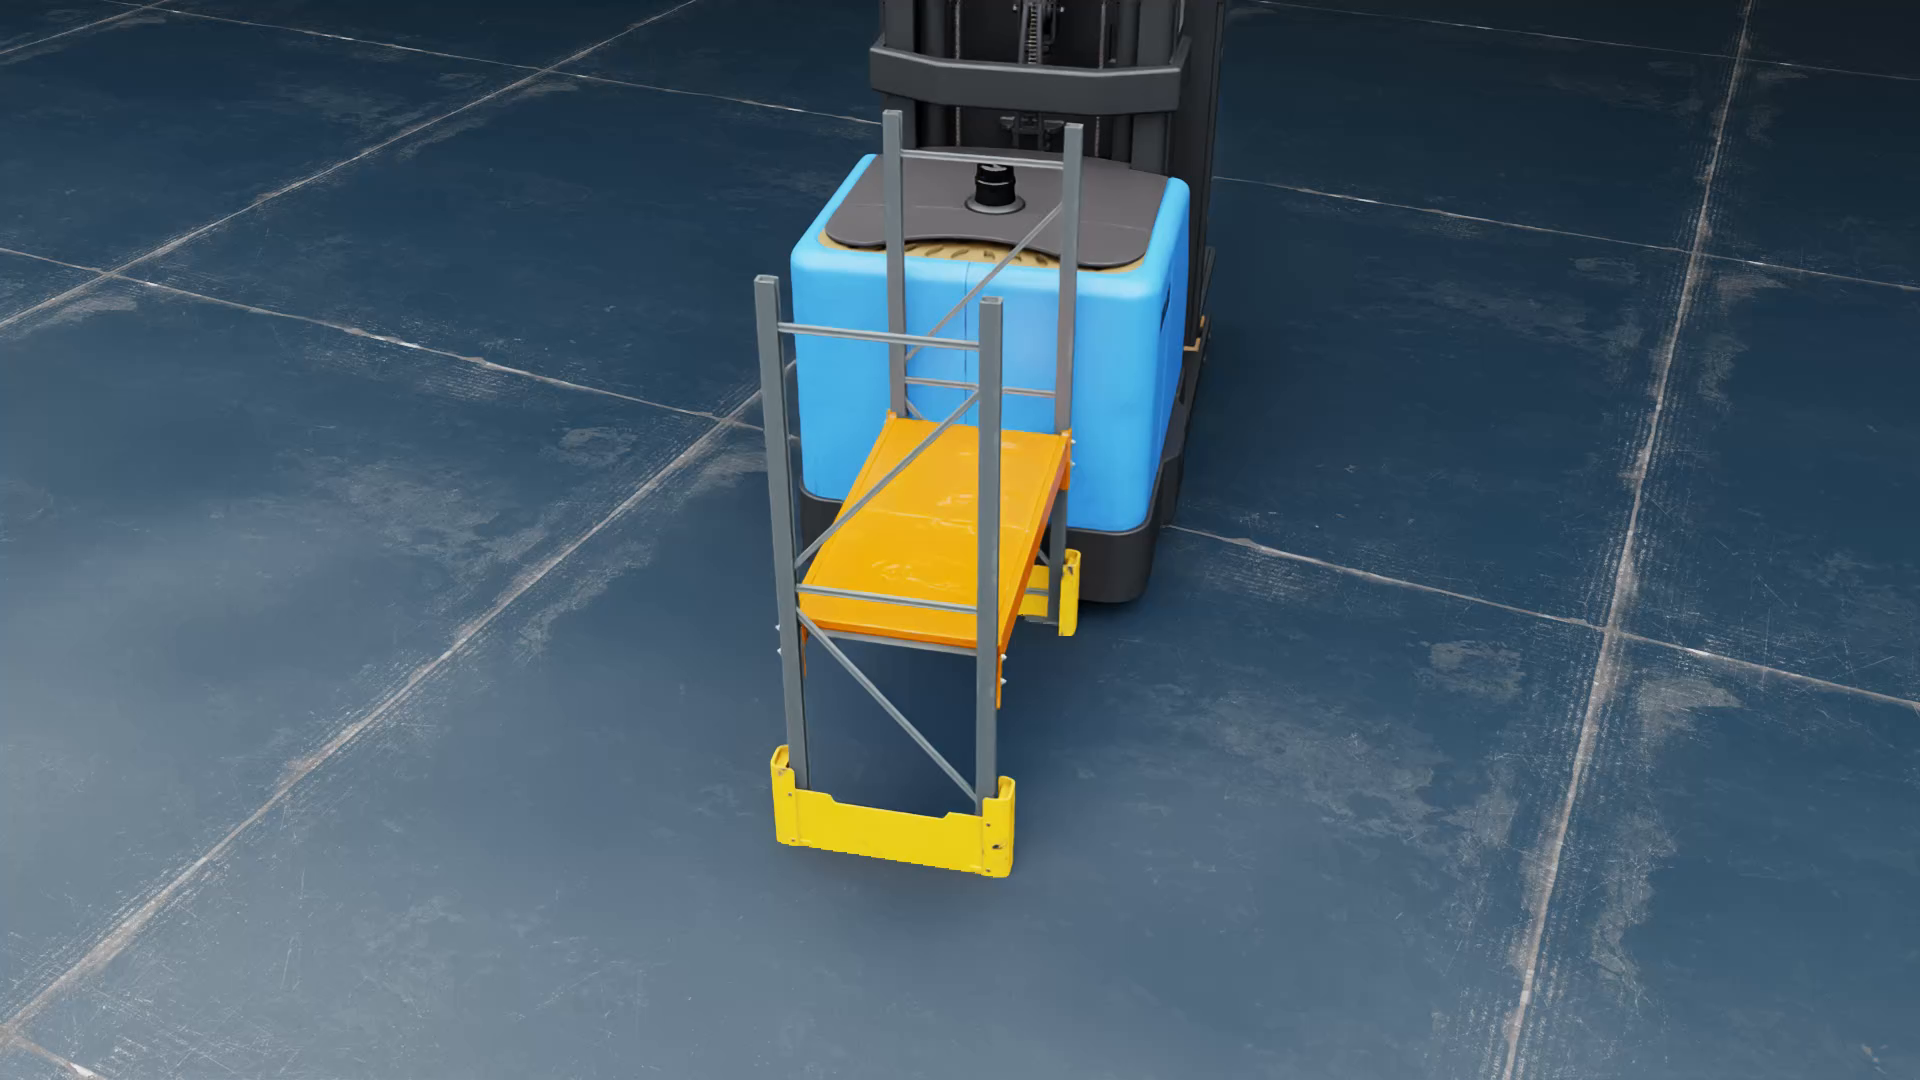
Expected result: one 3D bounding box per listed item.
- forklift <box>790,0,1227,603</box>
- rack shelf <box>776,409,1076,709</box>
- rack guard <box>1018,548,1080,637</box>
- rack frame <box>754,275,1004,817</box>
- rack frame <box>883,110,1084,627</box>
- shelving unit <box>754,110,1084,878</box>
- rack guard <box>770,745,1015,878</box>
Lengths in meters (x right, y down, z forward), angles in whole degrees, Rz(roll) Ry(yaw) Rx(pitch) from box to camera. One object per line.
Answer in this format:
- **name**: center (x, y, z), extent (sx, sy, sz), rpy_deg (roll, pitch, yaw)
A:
- **forklift**: center (0.337, -1.842, 5.387), extent (1.130, 2.935, 3.031), rpy_deg (7, 34, 10)
- **rack shelf**: center (-0.054, 0.012, 4.192), extent (0.538, 0.185, 1.000), rpy_deg (7, 34, 10)
- **rack guard**: center (0.051, 0.123, 4.835), extent (0.587, 0.250, 0.087), rpy_deg (7, 34, 10)
- **rack frame**: center (-0.162, 0.134, 3.678), extent (0.500, 1.500, 0.032), rpy_deg (7, 34, 10)
- **rack frame**: center (0.055, -0.410, 4.508), extent (0.500, 1.500, 0.032), rpy_deg (7, 34, 10)
- **shelving unit**: center (-0.056, -0.133, 4.086), extent (0.587, 1.500, 1.083), rpy_deg (7, 34, 10)
- **rack guard**: center (-0.162, 0.656, 4.021), extent (0.587, 0.250, 0.087), rpy_deg (7, 34, 10)
